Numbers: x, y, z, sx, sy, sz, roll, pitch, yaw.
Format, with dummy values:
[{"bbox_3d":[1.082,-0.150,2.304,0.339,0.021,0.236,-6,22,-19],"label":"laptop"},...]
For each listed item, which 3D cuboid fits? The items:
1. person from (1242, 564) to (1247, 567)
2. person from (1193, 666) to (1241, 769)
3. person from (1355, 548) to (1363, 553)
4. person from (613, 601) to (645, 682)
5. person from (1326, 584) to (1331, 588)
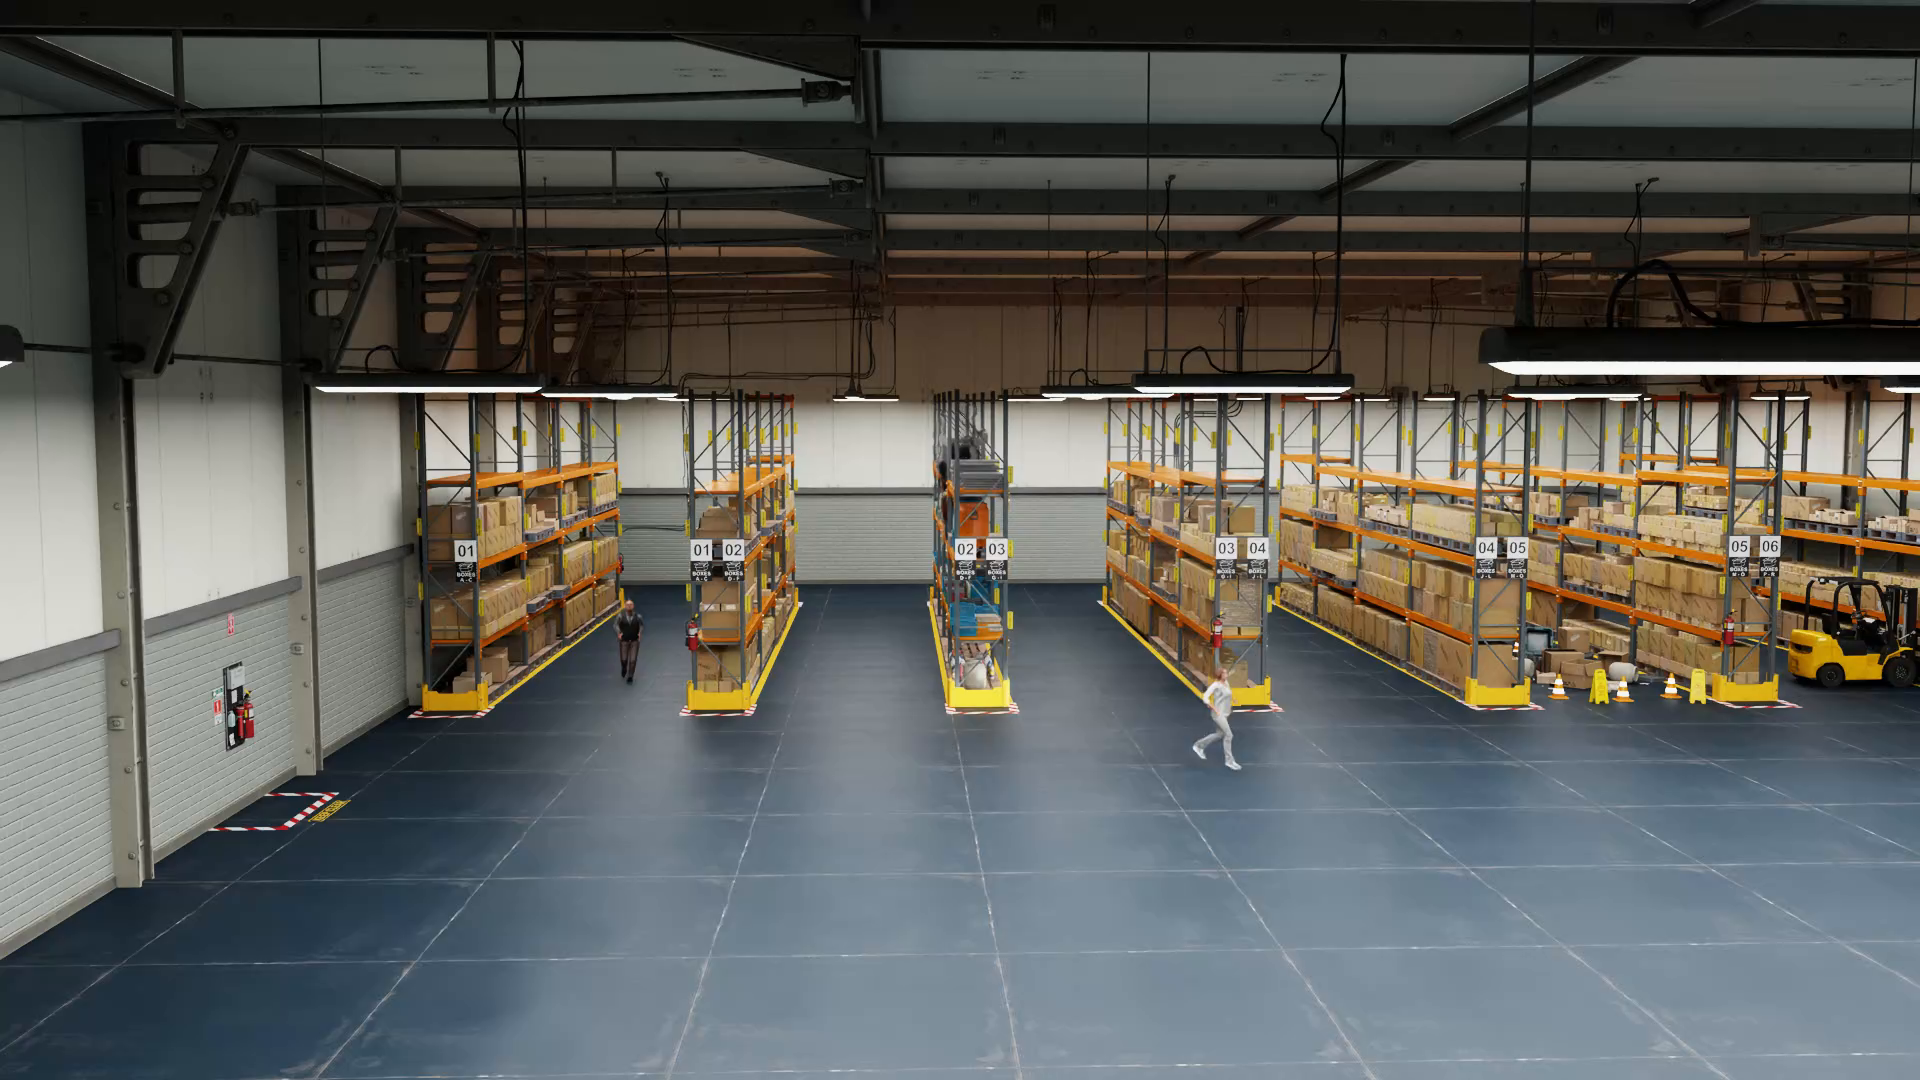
[{"bbox_3d":[7.916,1.094,46.418,0.748,1.732,0.788,1,5,10],"label":"person"},{"bbox_3d":[4.078,2.834,26.285,0.815,1.507,0.526,3,5,30],"label":"person"},{"bbox_3d":[11.287,1.034,47.233,0.560,1.660,0.599,-1,5,-17],"label":"person"},{"bbox_3d":[-6.813,2.086,34.306,0.643,1.676,0.577,-1,5,-14],"label":"person"},{"bbox_3d":[11.053,0.861,49.065,0.810,1.765,0.716,0,5,-3],"label":"person"}]
